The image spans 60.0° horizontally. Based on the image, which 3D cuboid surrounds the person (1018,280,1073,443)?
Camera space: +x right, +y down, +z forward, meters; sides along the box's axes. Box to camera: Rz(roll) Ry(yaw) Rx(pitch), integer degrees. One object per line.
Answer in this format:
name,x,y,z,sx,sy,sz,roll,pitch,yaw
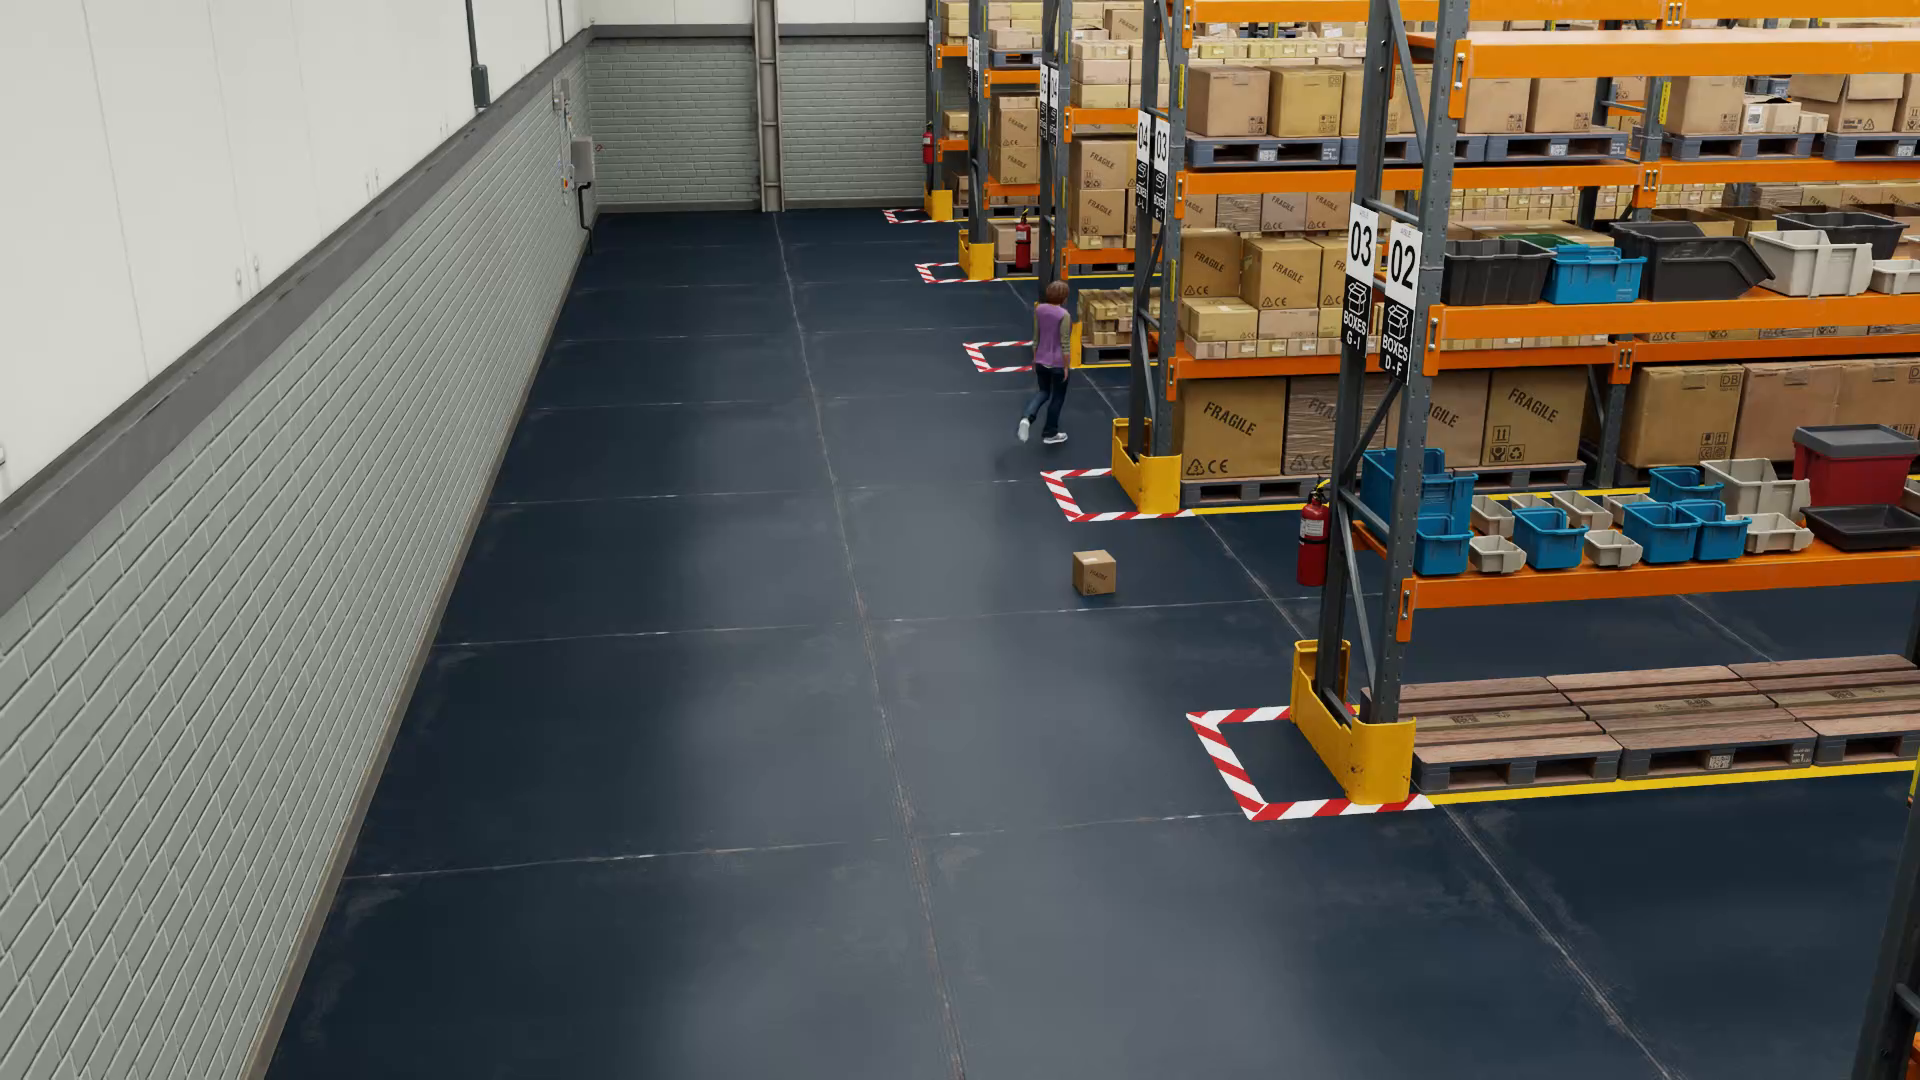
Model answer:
person,0.818,-1.628,15.427,0.600,1.580,0.465,-18,27,-40
